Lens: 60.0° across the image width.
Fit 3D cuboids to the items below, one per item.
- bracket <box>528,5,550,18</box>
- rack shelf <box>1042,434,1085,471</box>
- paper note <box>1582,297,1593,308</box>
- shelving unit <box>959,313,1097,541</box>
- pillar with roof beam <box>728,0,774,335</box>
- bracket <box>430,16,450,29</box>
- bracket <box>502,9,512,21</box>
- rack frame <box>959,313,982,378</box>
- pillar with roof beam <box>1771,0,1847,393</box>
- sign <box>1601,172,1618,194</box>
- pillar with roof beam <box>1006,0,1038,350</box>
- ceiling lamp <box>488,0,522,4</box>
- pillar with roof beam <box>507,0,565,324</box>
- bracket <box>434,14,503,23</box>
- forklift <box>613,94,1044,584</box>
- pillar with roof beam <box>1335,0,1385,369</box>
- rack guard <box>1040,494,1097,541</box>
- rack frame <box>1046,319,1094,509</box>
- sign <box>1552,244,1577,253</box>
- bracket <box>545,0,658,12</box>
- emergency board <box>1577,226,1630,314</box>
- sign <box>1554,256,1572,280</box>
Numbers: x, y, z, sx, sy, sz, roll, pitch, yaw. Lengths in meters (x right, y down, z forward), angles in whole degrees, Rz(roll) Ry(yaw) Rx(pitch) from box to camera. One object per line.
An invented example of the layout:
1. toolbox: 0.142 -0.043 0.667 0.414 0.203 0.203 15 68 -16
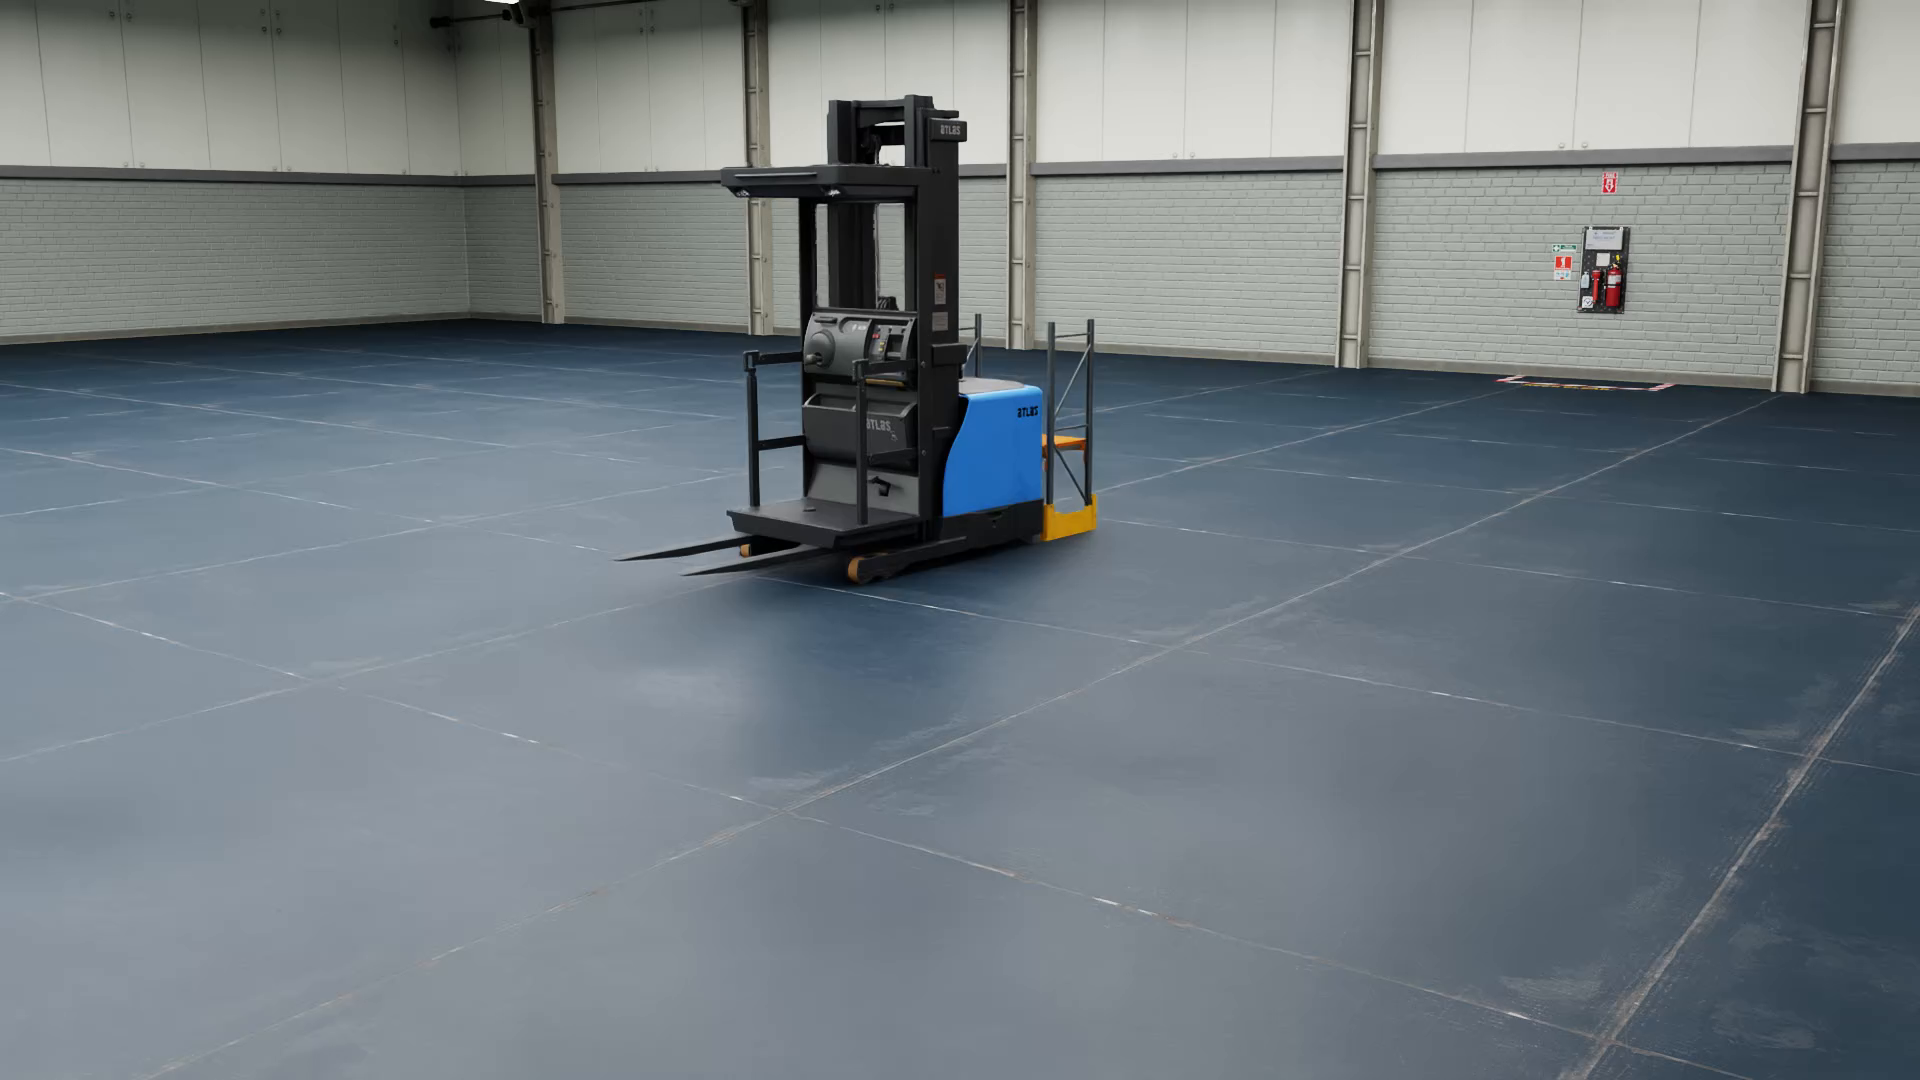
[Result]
1. bracket: -8.521 -10.698 33.661 0.430 0.232 0.235 8 13 36
2. rack shelf: 0.378 -0.663 11.957 1.000 0.185 0.538 9 14 39
3. paper note: 8.628 -3.270 22.855 0.142 0.148 0.016 8 13 36
4. shelving unit: 0.385 -0.839 11.917 1.083 1.500 0.587 9 14 39
5. pillar with roof beam: -6.357 -7.699 27.632 0.548 9.000 9.100 8 13 36
6. bracket: -11.100 -11.058 35.521 0.430 0.232 0.235 8 13 36
7. bracket: -9.190 -10.792 34.144 0.430 0.232 0.235 8 13 36
8. rack frame: -0.012 -0.902 12.243 0.032 1.500 0.500 9 14 39
9. pillar with roof beam: 8.151 -5.675 17.171 0.400 9.000 9.100 8 13 36
10. sign: 8.782 -4.826 22.477 0.199 0.298 0.001 8 13 36
11. pillar with roof beam: -1.521 -7.024 24.145 0.400 9.000 9.100 8 13 36
12. ceiling lamp: -8.467 -10.704 27.800 0.800 3.185 2.000 8 13 36
13. pillar with roof beam: -11.193 -8.373 31.118 0.548 9.000 9.100 8 13 36
14. bracket: -10.624 -10.992 35.178 3.189 0.066 0.076 8 13 36
15. forklift: -0.785 -1.280 10.429 1.130 2.935 3.031 10 15 41
16. pillar with roof beam: 3.315 -6.349 20.658 0.400 9.000 9.100 8 13 36
17. rack guard: 0.767 -0.164 11.722 0.087 0.250 0.587 9 14 39
18. rack frame: 0.768 -0.778 11.602 0.032 1.500 0.500 9 14 39
19. sign: 8.344 -4.026 22.954 0.331 0.109 0.001 8 13 36
20. bracket: -6.444 -10.409 32.164 4.783 0.066 0.076 8 13 36
21. emergency board: 8.730 -3.672 22.614 0.643 1.169 0.194 8 13 36
22. sign: 8.345 -3.768 23.014 0.234 0.329 0.001 8 13 36
